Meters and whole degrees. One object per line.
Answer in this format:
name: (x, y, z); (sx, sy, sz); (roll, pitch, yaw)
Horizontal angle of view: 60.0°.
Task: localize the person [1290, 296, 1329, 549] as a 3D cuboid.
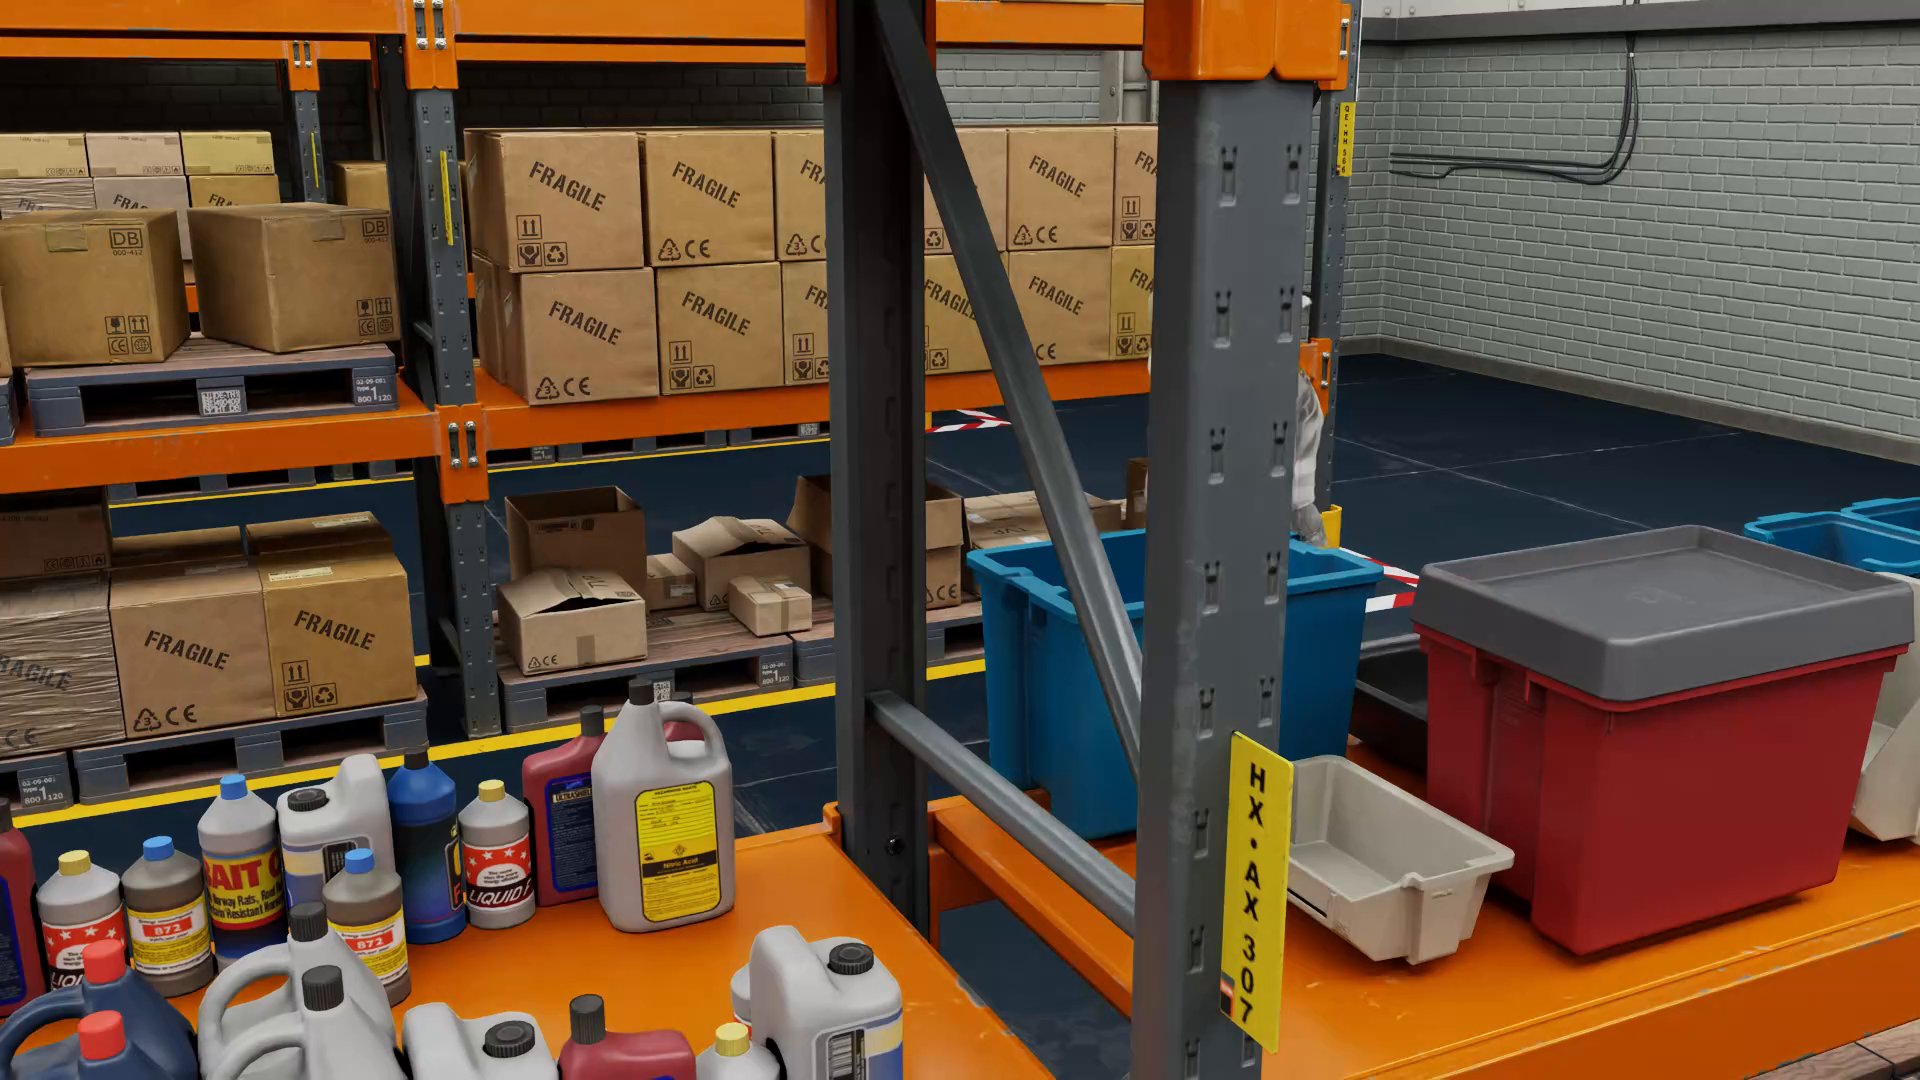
person: (1.308, -0.188, 6.612); (0.965, 1.733, 0.599); (-7, 16, -23)
